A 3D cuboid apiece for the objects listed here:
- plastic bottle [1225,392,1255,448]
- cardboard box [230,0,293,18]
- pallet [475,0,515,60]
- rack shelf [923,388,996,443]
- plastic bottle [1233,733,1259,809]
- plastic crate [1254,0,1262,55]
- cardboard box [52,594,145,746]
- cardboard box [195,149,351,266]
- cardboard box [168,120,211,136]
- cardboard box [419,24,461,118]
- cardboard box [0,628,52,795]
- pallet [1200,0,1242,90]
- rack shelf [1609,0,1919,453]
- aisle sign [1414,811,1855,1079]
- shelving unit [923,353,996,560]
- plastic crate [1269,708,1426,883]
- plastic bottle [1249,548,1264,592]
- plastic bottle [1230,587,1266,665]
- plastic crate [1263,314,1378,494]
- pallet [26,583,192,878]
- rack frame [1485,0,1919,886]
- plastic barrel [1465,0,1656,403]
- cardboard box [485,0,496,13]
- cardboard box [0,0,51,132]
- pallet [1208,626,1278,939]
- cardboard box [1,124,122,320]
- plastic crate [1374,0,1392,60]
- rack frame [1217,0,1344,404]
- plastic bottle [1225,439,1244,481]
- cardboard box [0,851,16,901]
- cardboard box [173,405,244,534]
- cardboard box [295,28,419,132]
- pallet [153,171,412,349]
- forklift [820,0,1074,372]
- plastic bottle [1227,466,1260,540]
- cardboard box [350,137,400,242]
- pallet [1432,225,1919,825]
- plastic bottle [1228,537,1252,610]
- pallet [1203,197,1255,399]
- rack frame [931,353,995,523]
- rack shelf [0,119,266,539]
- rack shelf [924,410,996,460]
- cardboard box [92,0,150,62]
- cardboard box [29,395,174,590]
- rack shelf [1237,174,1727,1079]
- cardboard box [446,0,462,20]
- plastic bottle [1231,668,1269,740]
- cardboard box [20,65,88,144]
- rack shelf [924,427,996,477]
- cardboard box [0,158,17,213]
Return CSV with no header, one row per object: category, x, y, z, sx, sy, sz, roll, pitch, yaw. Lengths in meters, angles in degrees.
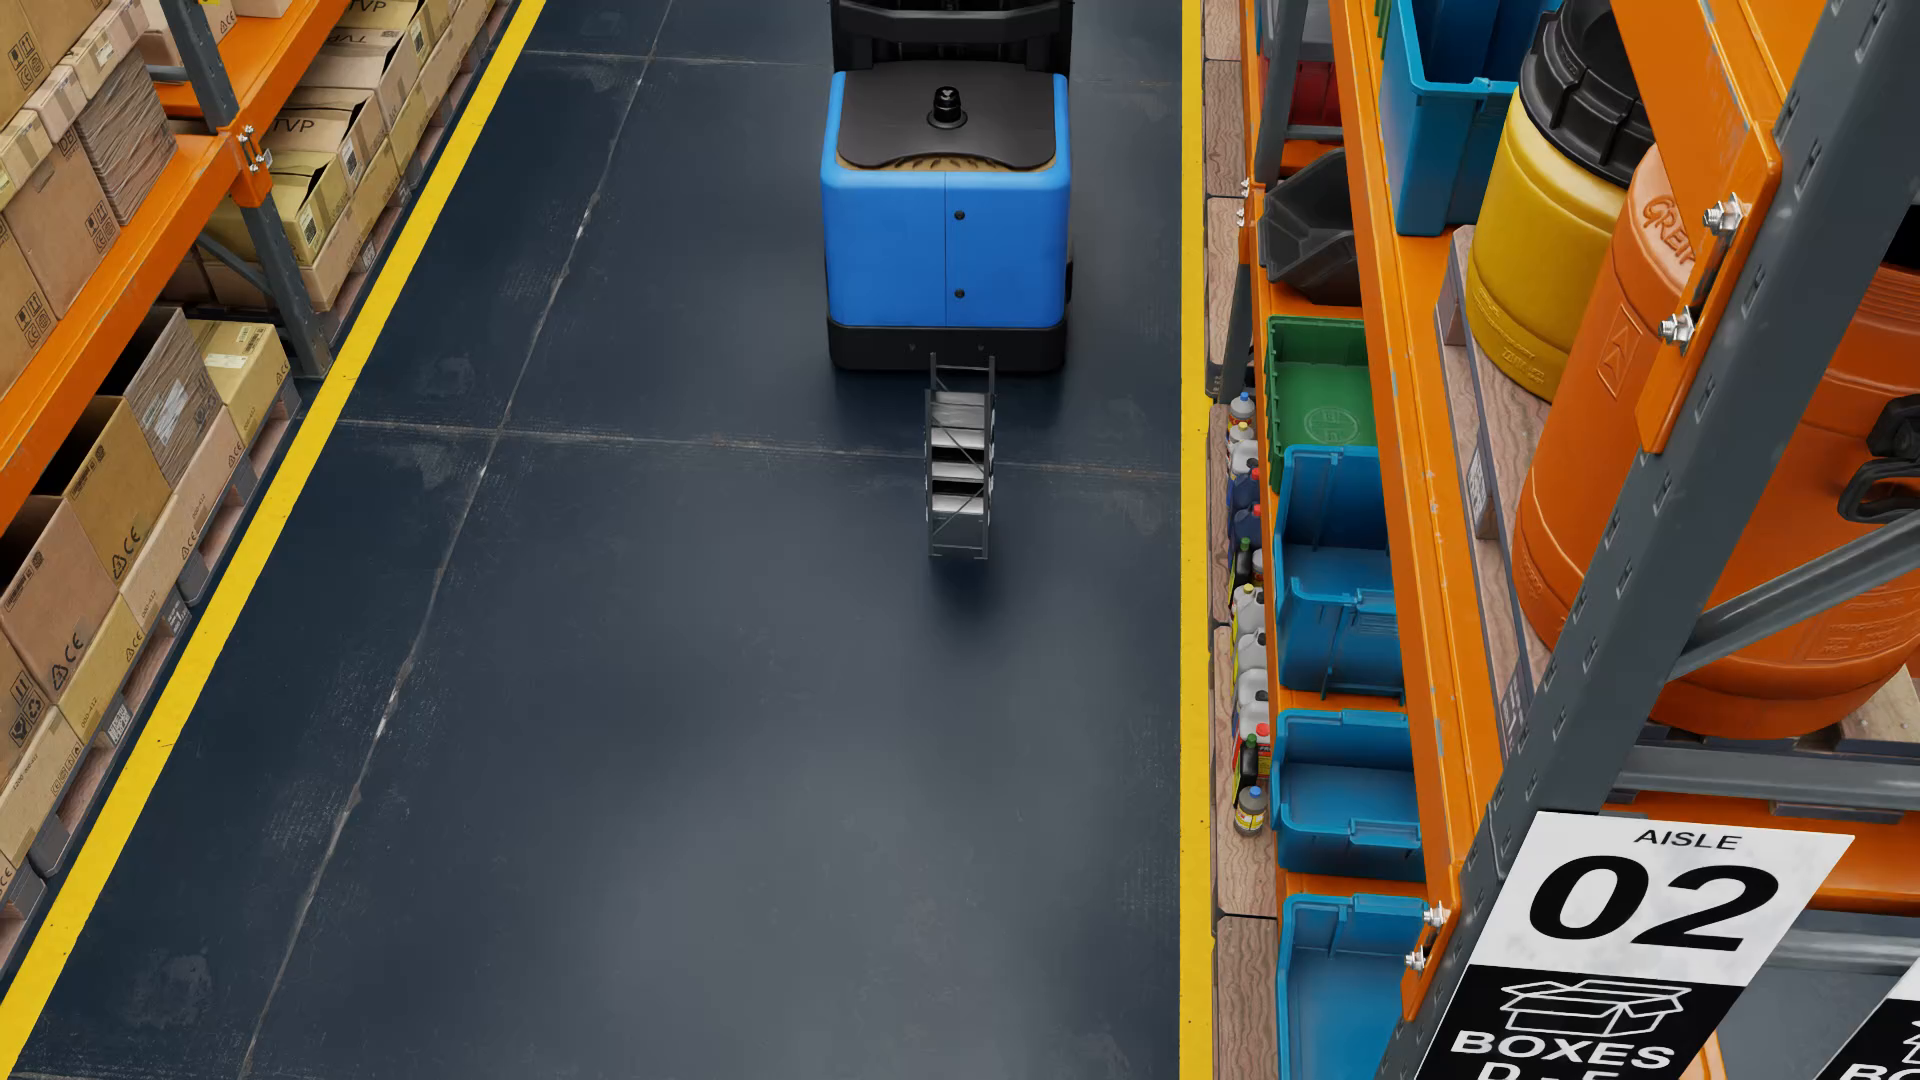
plastic bottle,1.137,-0.490,6.742,0.097,0.271,0.097,0,48,0
cardboard box,-3.045,-2.355,7.068,0.380,0.149,0.250,4,48,4
pallet,-3.079,-3.199,9.558,1.003,0.211,1.213,4,48,4
rack shelf,0.001,-0.469,6.275,0.258,0.077,0.200,4,48,4
plastic bottle,0.962,0.775,5.577,0.061,0.283,0.133,5,48,4
plastic crate,1.394,-2.293,6.851,0.392,0.384,0.575,4,48,4
cardboard box,-3.285,0.442,5.918,0.500,0.250,0.500,4,48,4
cardboard box,-3.044,-1.493,7.307,0.500,0.311,0.500,4,48,4
cardboard box,-3.537,-1.905,7.685,0.500,0.311,0.500,5,48,5
cardboard box,-2.906,-2.426,8.541,0.500,0.250,0.500,5,48,4
cardboard box,-3.347,0.555,5.306,0.500,0.500,0.500,4,48,4
pallet,1.858,-2.898,9.284,1.003,0.211,1.213,4,48,4
rack shelf,1.421,-1.644,2.940,1.077,0.370,4.000,4,48,4
aisle sign,0.936,0.628,2.407,0.394,0.787,0.004,4,48,4
shelving unit,0.001,-0.310,6.449,0.258,0.900,0.210,4,48,4
plastic crate,1.051,0.658,4.242,0.499,0.251,0.408,4,48,4
plastic bottle,1.123,0.120,6.184,0.097,0.271,0.097,0,48,0
plastic bottle,1.060,0.295,5.970,0.144,0.351,0.185,4,48,3
plastic crate,1.198,-0.417,5.268,0.450,0.188,0.662,4,48,4
pallet,-3.552,0.619,6.067,1.003,0.211,1.213,4,48,4
rack frame,1.239,-0.552,1.183,1.000,3.000,0.127,4,48,4
plastic barrel,1.216,-0.591,2.839,0.600,0.588,0.600,0,48,0
cardboard box,-2.813,-3.174,9.225,0.500,0.250,0.500,3,48,3
cardboard box,-3.408,-1.576,5.238,0.700,0.500,0.500,4,48,3
pallet,1.392,0.864,5.843,1.003,0.211,1.213,4,48,4
cardboard box,-3.405,-1.122,5.702,0.700,0.500,0.500,3,48,3
plastic crate,1.188,-1.267,4.012,0.336,0.188,0.450,4,48,4
rack frame,1.603,-1.467,6.085,1.000,3.000,0.127,4,48,4
plastic bottle,1.119,-0.317,6.631,0.097,0.201,0.097,0,48,0
cardboard box,-3.382,1.176,5.246,0.500,0.250,0.500,4,48,4
cardboard box,-3.209,-0.294,6.591,0.500,0.250,0.500,4,48,4
cardboard box,-2.947,-2.241,7.991,0.500,0.311,0.500,2,48,2
pallet,-3.301,-1.406,7.919,1.003,0.211,1.213,4,48,4
forklift,-0.032,-2.809,7.358,1.130,2.935,3.031,1,48,1
plastic bottle,1.116,-0.156,6.383,0.144,0.351,0.185,5,48,5
cardboard box,-2.998,-1.672,7.851,0.500,0.250,0.500,5,48,5
pallet,1.411,-0.078,2.909,1.003,0.211,1.213,4,48,4
plastic bottle,1.043,0.124,6.173,0.061,0.283,0.133,6,48,5
pallet,1.636,-1.106,7.644,1.003,0.211,1.213,4,48,4
rack frame,0.010,-0.384,6.518,0.240,0.900,0.006,4,48,4
rack shelf,-3.512,-0.090,5.313,1.077,0.370,4.000,4,48,4
rack shelf,0.001,-0.409,6.341,0.258,0.077,0.200,4,48,4
cardboard box,-3.141,-1.841,5.920,0.380,0.149,0.250,4,48,3
cardboard box,-3.253,-0.180,5.978,0.500,0.500,0.500,4,48,4
rack shelf,1.421,0.246,5.006,1.077,0.370,4.000,4,48,4
cardboard box,-2.857,-2.991,8.677,0.500,0.311,0.500,4,48,3
plastic bottle,1.032,0.579,5.761,0.152,0.276,0.135,3,48,2
cardboard box,-3.187,-1.467,5.578,0.380,0.149,0.250,3,48,2
rack shelf,0.001,-0.348,6.408,0.258,0.077,0.200,4,48,4
cardboard box,-3.235,-1.094,5.236,0.380,0.149,0.250,4,48,3
